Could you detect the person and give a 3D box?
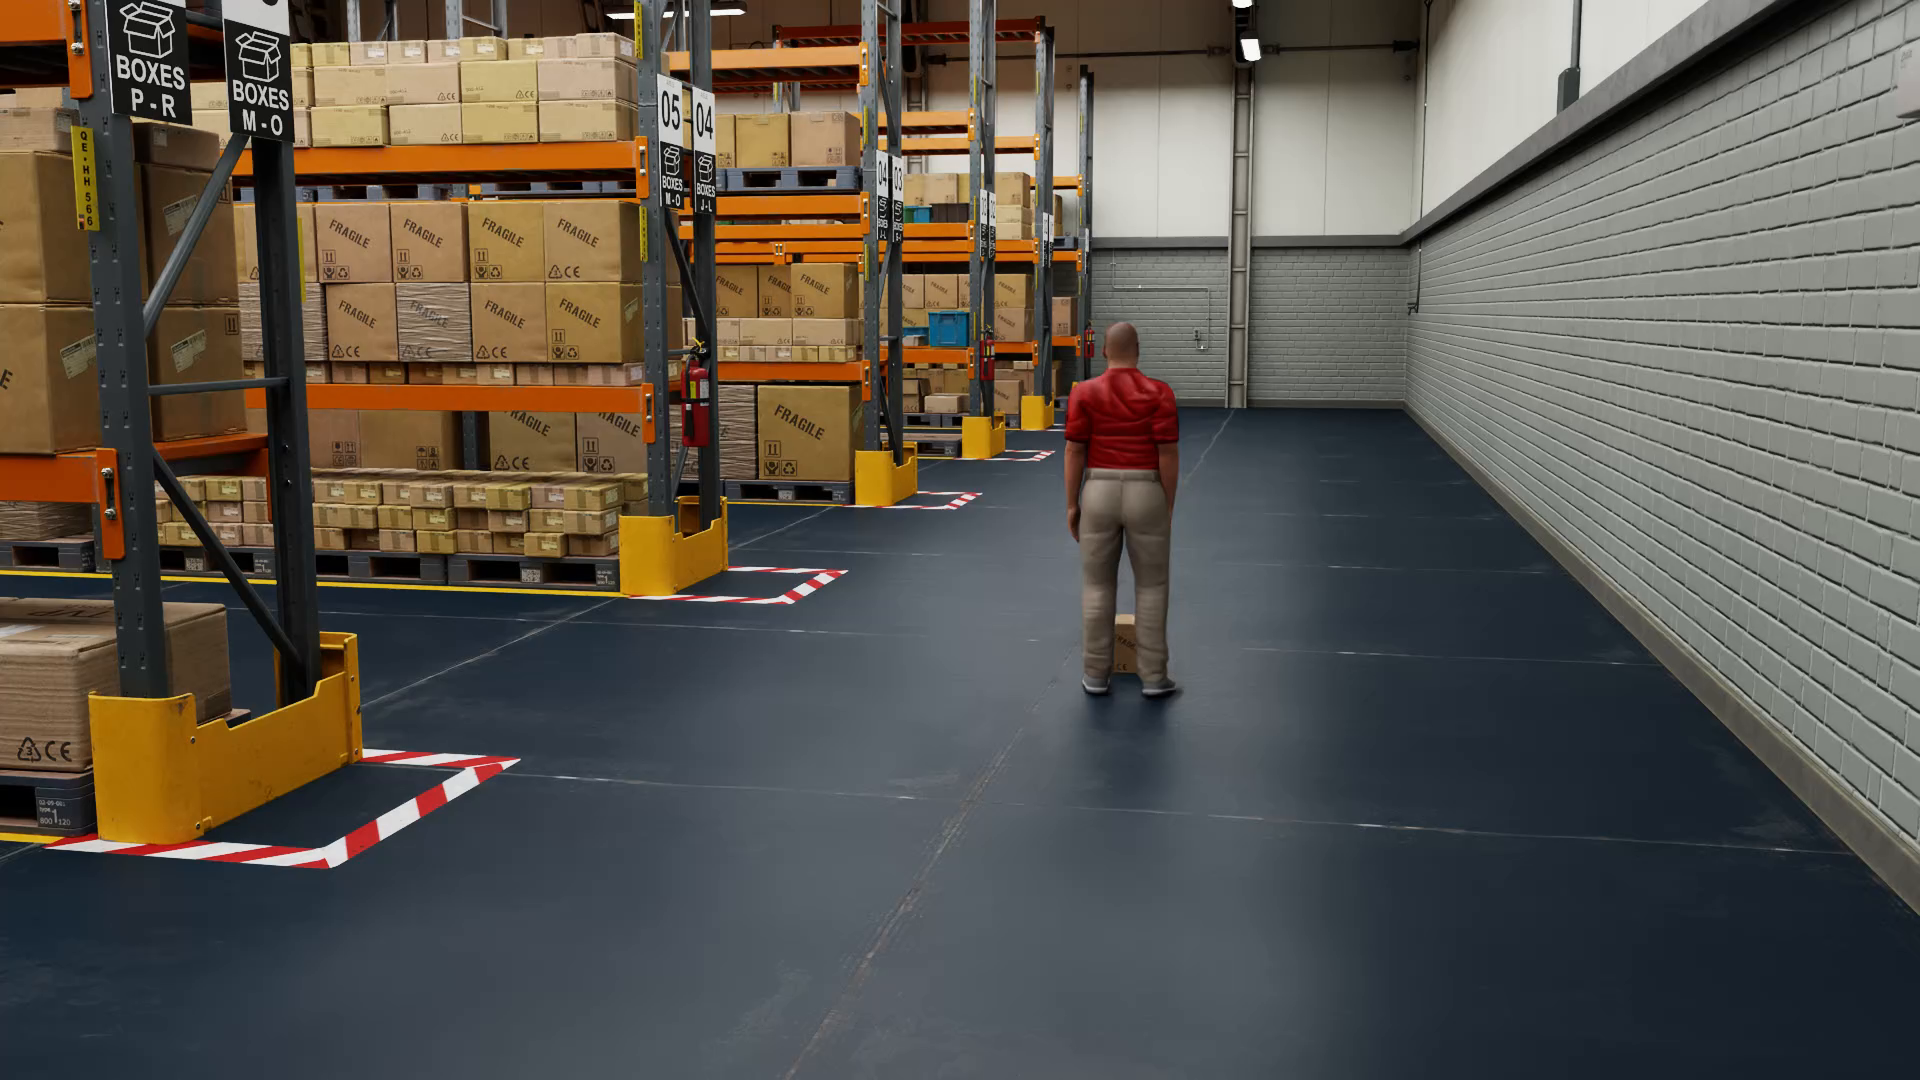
[{"bbox_3d":[0.754,-0.142,7.751,0.533,1.736,0.352,2,8,12],"label":"person"}]
